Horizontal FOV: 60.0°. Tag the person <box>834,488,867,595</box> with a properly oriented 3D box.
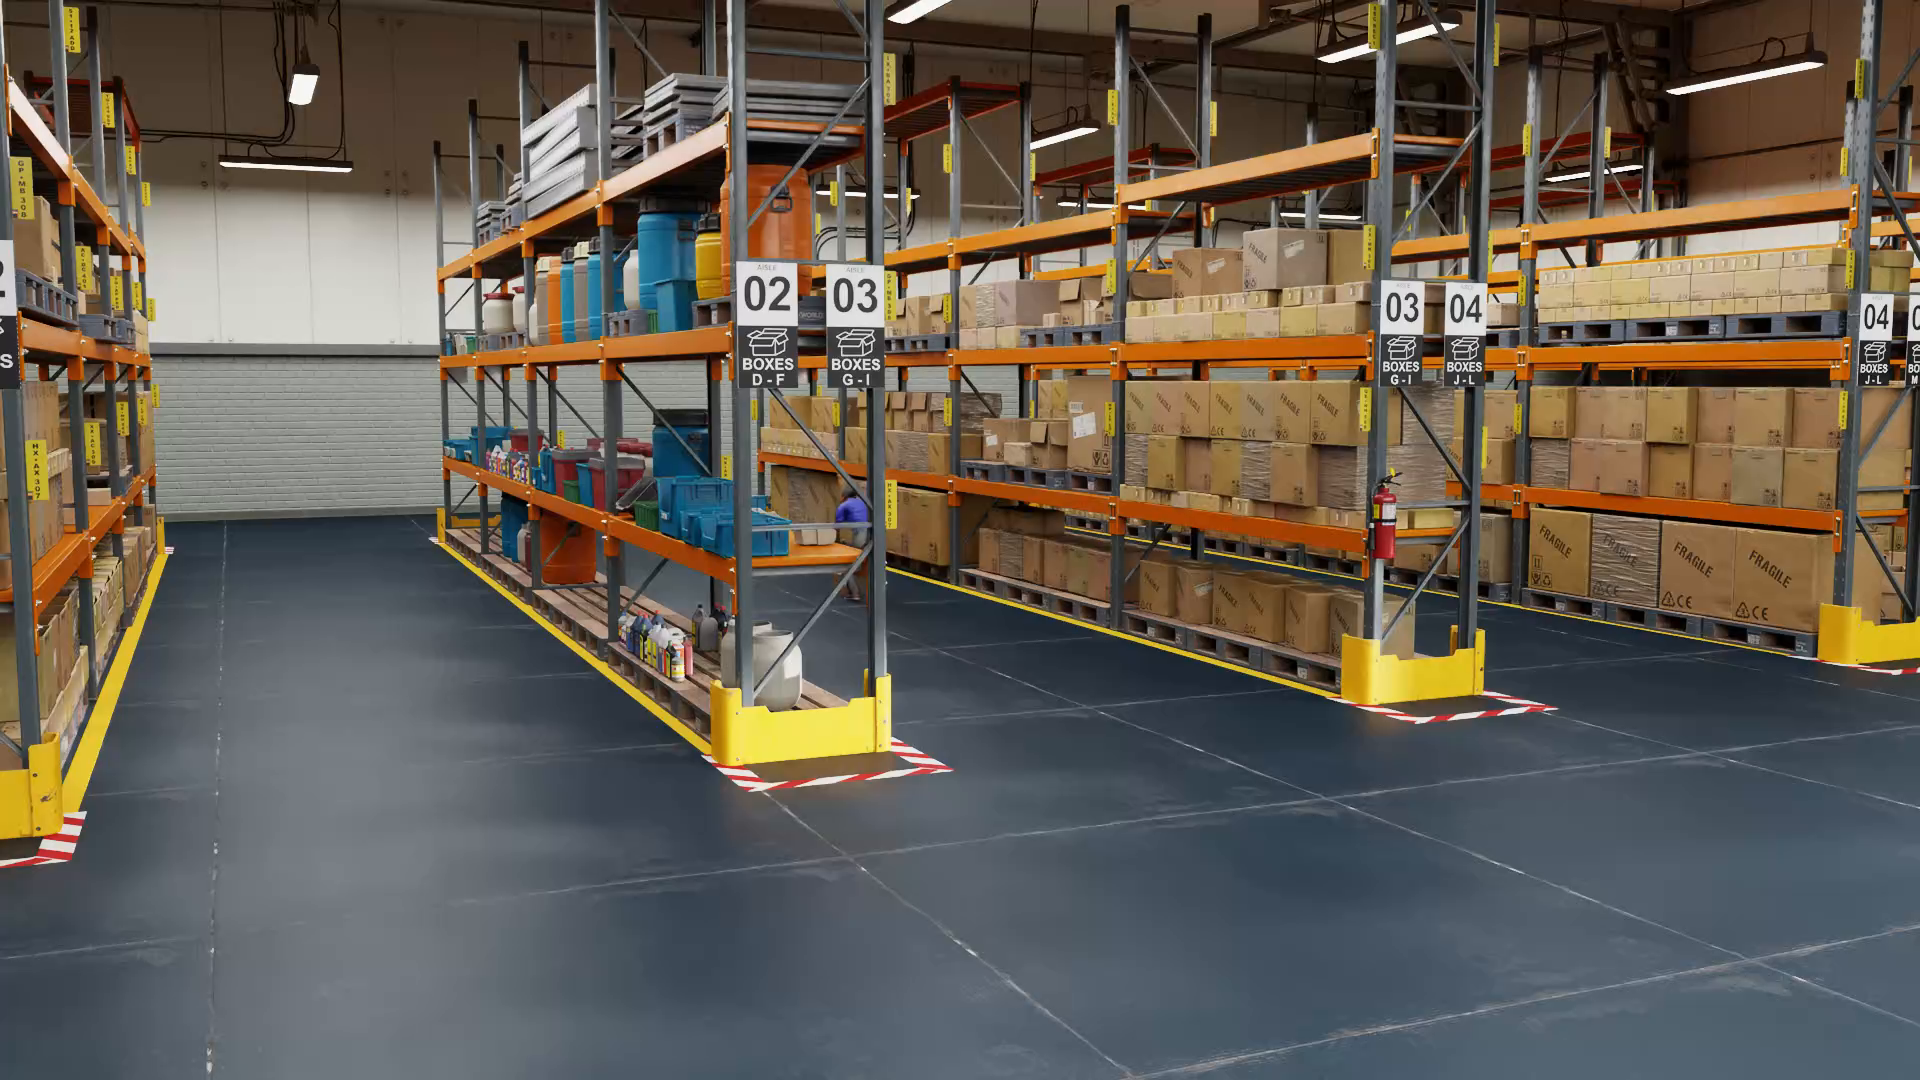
[{"bbox_3d":[-1.155,0.022,18.671,0.495,1.188,0.697,-2,6,-24],"label":"person"}]
